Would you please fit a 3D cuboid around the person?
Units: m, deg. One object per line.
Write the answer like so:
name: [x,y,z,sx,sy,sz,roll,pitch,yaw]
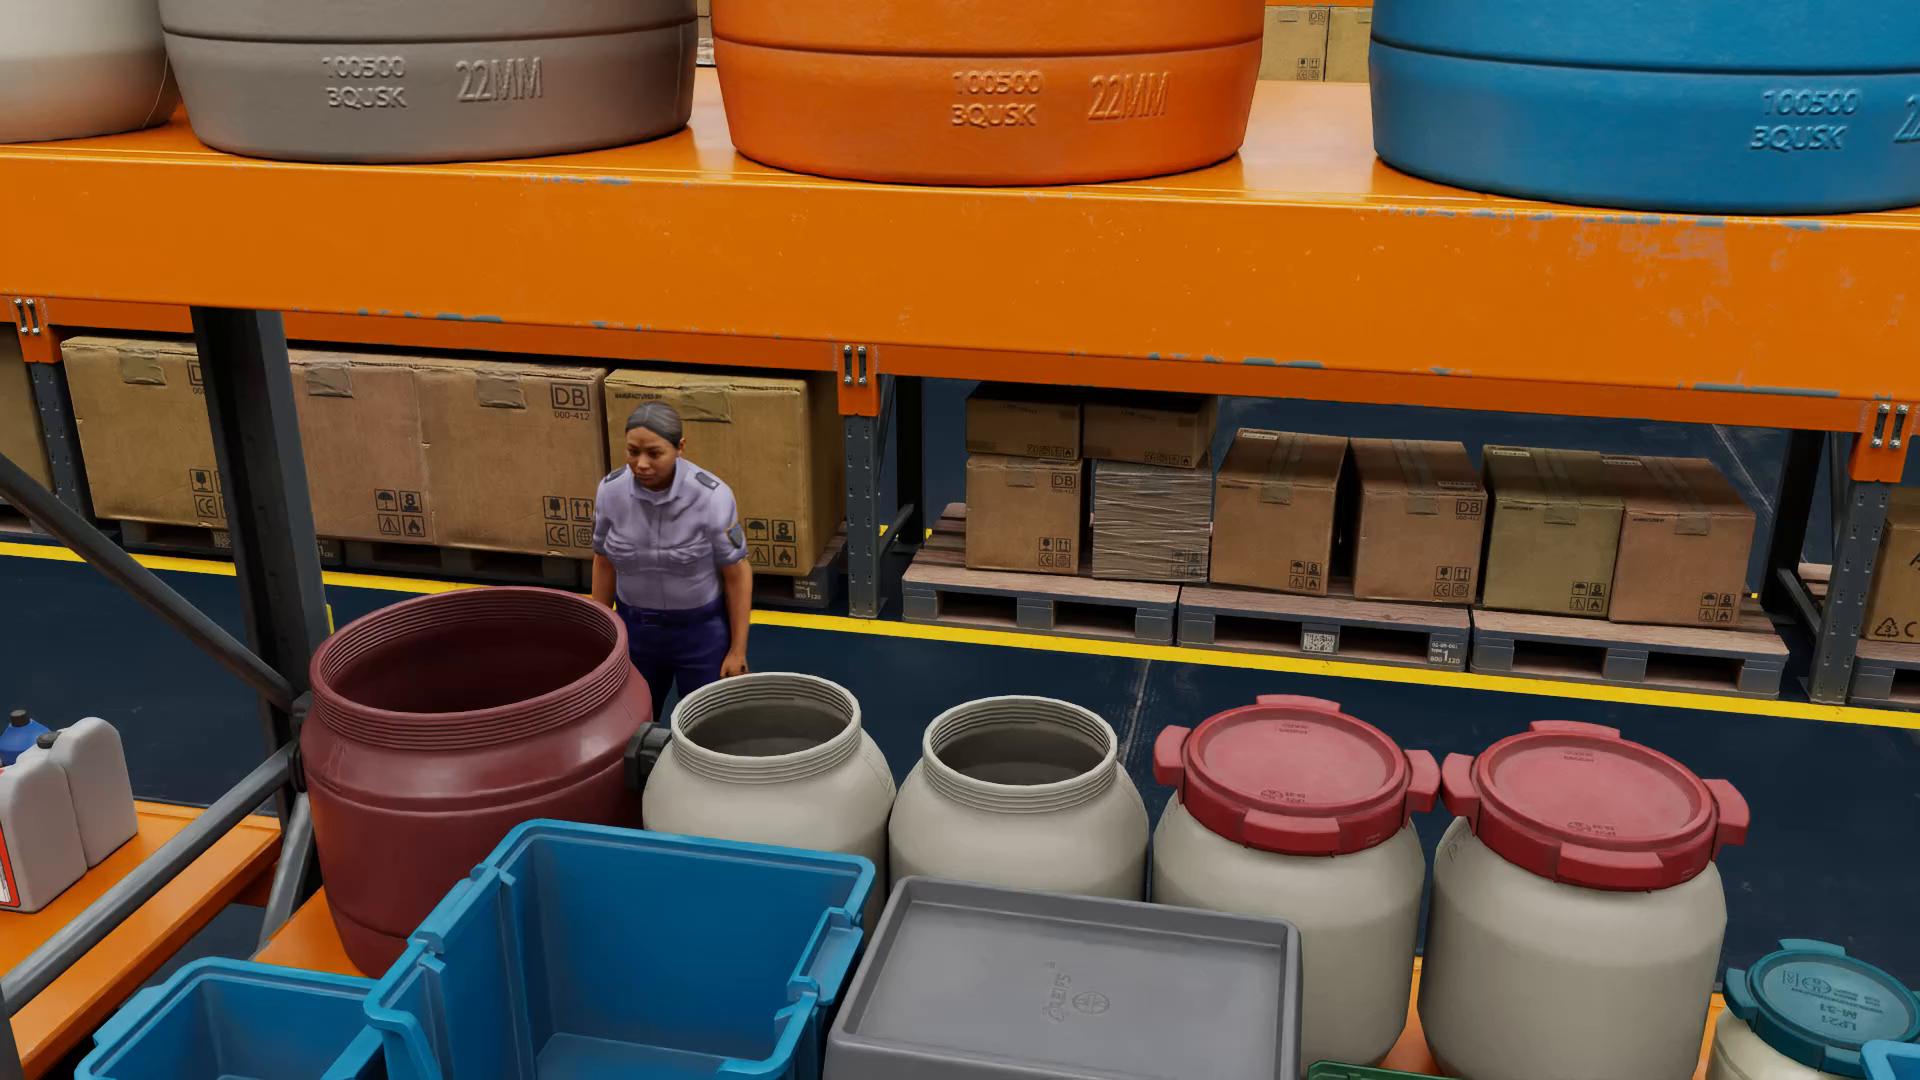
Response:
person: [-0.916,0.333,5.260,0.540,1.652,0.369,5,22,11]
